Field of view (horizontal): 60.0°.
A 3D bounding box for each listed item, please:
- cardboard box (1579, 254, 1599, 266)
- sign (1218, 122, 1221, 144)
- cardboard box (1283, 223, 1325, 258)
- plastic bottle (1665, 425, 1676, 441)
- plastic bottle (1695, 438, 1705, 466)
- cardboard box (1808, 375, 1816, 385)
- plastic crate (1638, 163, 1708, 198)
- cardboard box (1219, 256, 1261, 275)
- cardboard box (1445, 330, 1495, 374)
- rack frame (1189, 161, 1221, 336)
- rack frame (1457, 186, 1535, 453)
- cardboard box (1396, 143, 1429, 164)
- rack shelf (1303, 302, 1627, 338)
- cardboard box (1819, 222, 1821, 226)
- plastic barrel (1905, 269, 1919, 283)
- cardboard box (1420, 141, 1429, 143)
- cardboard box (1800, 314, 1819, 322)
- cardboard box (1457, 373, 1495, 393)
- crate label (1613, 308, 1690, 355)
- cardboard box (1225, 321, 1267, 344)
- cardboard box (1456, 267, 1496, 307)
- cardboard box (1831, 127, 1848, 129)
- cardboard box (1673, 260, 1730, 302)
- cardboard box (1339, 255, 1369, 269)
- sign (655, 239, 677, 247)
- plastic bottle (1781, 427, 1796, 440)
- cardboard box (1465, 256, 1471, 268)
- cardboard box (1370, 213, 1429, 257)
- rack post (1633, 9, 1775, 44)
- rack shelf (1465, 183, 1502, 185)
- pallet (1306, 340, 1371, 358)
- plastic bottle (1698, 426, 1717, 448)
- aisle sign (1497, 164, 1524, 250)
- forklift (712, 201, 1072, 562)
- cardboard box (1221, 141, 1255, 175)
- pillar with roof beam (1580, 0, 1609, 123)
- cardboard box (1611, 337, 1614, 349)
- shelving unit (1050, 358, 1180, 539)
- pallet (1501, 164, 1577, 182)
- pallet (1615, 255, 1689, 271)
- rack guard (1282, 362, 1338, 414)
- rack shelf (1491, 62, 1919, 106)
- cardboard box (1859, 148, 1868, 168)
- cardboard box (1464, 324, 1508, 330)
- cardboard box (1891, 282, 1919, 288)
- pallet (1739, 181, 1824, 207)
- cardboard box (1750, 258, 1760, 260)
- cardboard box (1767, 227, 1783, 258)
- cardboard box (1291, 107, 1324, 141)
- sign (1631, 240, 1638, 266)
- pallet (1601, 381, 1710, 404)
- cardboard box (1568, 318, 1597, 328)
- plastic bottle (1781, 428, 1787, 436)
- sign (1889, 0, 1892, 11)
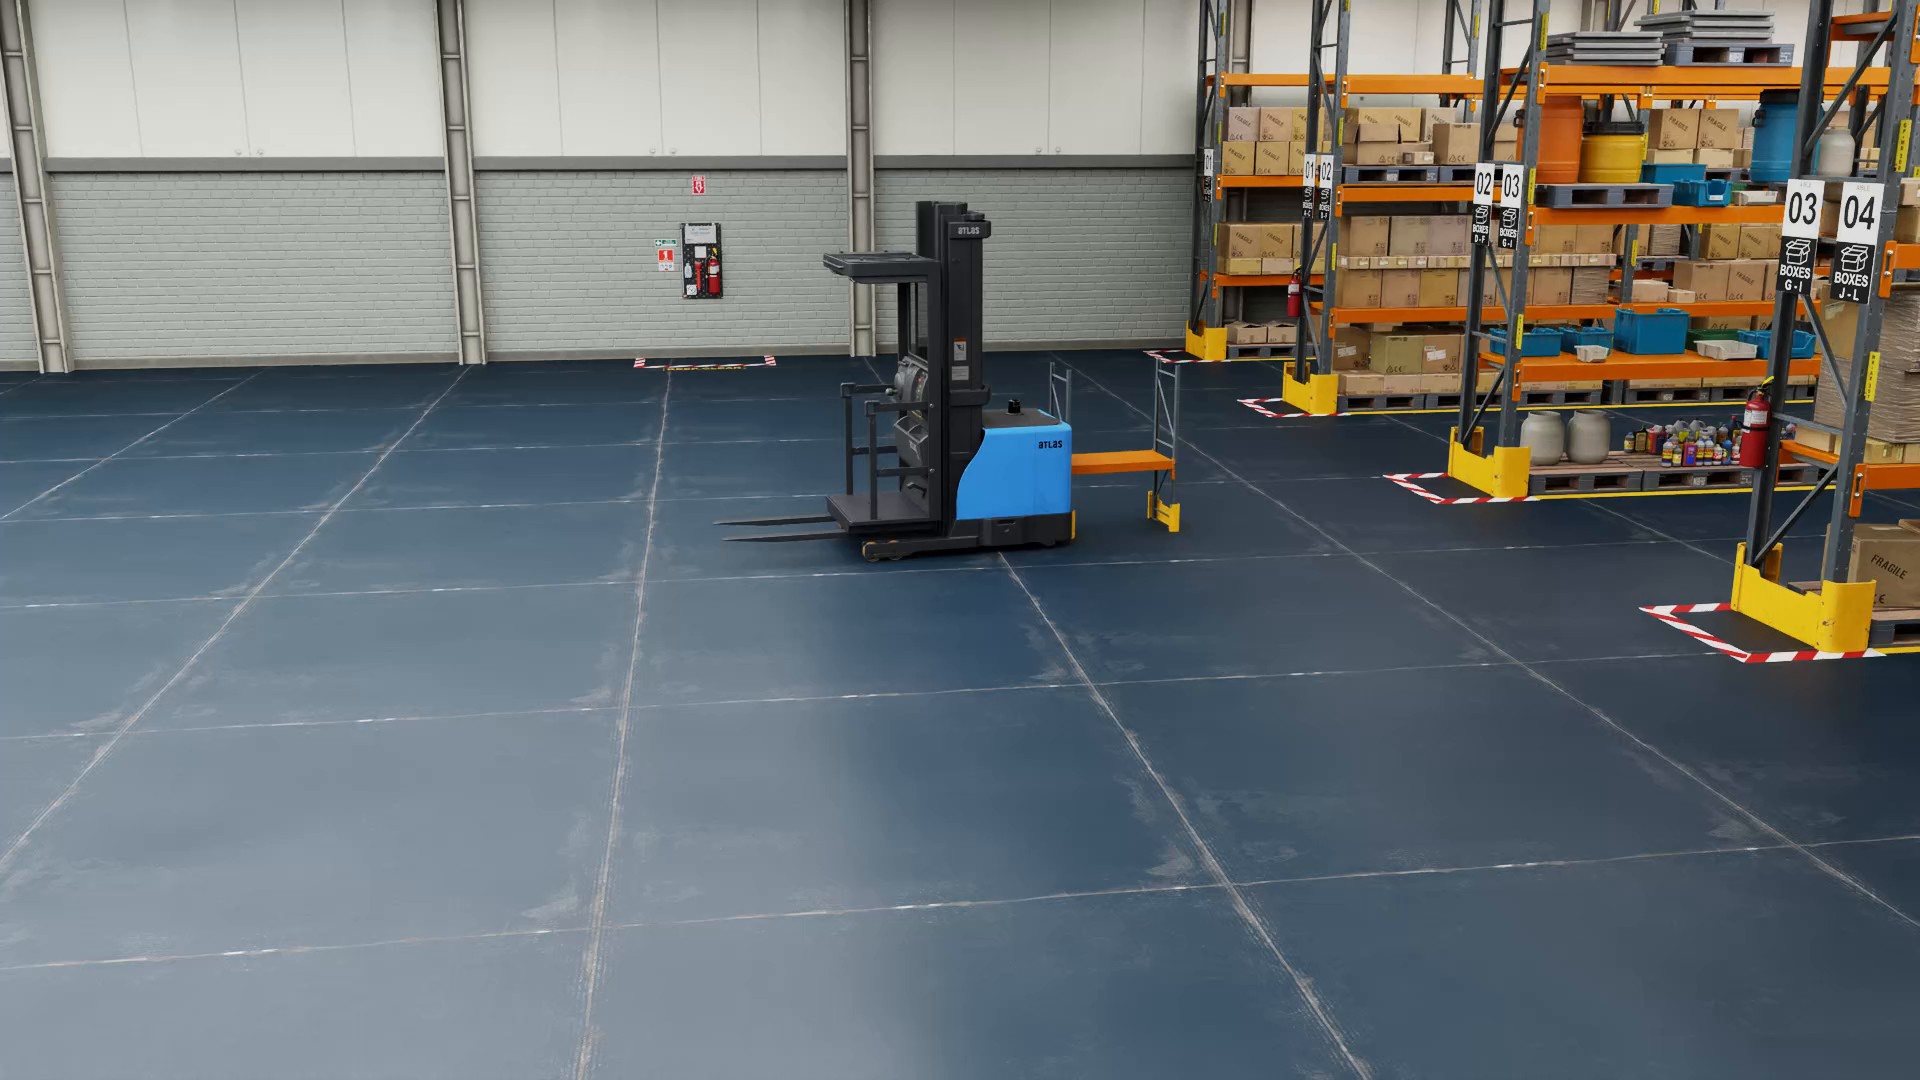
[{"bbox_3d":[8.037,-3.630,21.491,0.250,0.149,0.380,-2,14,-9],"label":"cardboard box"},{"bbox_3d":[3.902,-6.132,25.042,0.005,0.325,0.100,-2,14,-8],"label":"sign"},{"bbox_3d":[5.340,-4.662,25.869,0.500,0.500,0.500,-3,14,-10],"label":"cardboard box"},{"bbox_3d":[7.438,-1.072,17.525,0.135,0.276,0.152,-2,14,-10],"label":"plastic bottle"},{"bbox_3d":[7.475,-0.893,16.822,0.097,0.271,0.097,0,14,0],"label":"plastic bottle"},{"bbox_3d":[11.481,-2.254,22.334,0.500,0.250,0.500,-2,14,-9],"label":"cardboard box"},{"bbox_3d":[7.138,-3.589,16.733,0.575,0.384,0.392,-2,14,-8],"label":"plastic crate"},{"bbox_3d":[4.351,-4.262,25.815,0.500,0.250,0.500,-3,14,-10],"label":"cardboard box"},{"bbox_3d":[6.610,-2.445,21.553,0.500,0.500,0.500,-2,14,-8],"label":"cardboard box"},{"bbox_3d":[3.821,-4.383,26.033,0.127,3.000,1.000,-2,14,-8],"label":"rack frame"},{"bbox_3d":[5.297,-2.000,16.531,0.127,3.000,1.000,-2,14,-8],"label":"rack frame"},{"bbox_3d":[5.662,-4.951,21.287,0.500,0.250,0.500,-2,14,-8],"label":"cardboard box"},{"bbox_3d":[6.541,-2.915,21.659,4.000,0.370,1.077,-2,14,-8],"label":"rack shelf"},{"bbox_3d":[13.748,-5.253,27.100,0.500,0.250,0.500,-2,14,-9],"label":"cardboard box"},{"bbox_3d":[9.680,-2.329,16.814,0.708,0.901,0.600,-2,14,-8],"label":"plastic barrel"},{"bbox_3d":[7.312,-5.964,25.922,0.500,0.500,0.500,-2,14,-7],"label":"cardboard box"},{"bbox_3d":[14.185,-3.891,27.628,0.750,0.750,0.750,-2,14,-7],"label":"cardboard box"},{"bbox_3d":[6.610,-2.082,21.645,0.500,0.250,0.500,-2,14,-8],"label":"cardboard box"},{"bbox_3d":[7.077,-2.149,17.052,0.616,0.435,0.502,-2,14,-8],"label":"crate label"},{"bbox_3d":[4.519,-3.296,26.321,0.500,0.311,0.500,-4,15,-15],"label":"cardboard box"},{"bbox_3d":[6.557,-3.311,21.552,0.500,0.500,0.700,-2,14,-7],"label":"cardboard box"},{"bbox_3d":[14.260,-6.494,27.173,0.500,0.500,0.700,-2,14,-9],"label":"cardboard box"},{"bbox_3d":[9.801,-3.428,22.020,0.500,0.500,0.500,-1,14,-4],"label":"cardboard box"},{"bbox_3d":[4.983,-3.517,21.042,0.250,0.149,0.380,-2,14,-9],"label":"cardboard box"},{"bbox_3d":[-4.554,-4.596,25.719,0.331,0.109,0.001,-2,14,-8],"label":"sign"},{"bbox_3d":[8.469,-0.974,16.981,0.185,0.351,0.144,-3,14,-11],"label":"plastic bottle"},{"bbox_3d":[6.503,-3.573,21.263,0.250,0.149,0.380,-2,14,-8],"label":"cardboard box"},{"bbox_3d":[5.598,-3.906,21.257,0.500,0.500,0.700,-2,14,-10],"label":"cardboard box"},{"bbox_3d":[7.208,-4.951,16.121,0.954,0.300,0.937,-2,14,-9],"label":"rack post"},{"bbox_3d":[9.754,-5.707,26.623,4.000,0.370,1.077,-2,14,-8],"label":"rack shelf"},{"bbox_3d":[5.909,-3.098,26.640,1.213,0.211,1.003,-2,14,-8],"label":"pallet"},{"bbox_3d":[7.832,-1.051,17.441,0.135,0.276,0.152,-2,14,-8],"label":"plastic bottle"},{"bbox_3d":[5.270,-3.188,15.924,0.004,0.787,0.394,-2,14,-8],"label":"aisle sign"},{"bbox_3d":[-0.600,-1.381,14.205,3.031,2.935,1.130,-4,15,-15],"label":"forklift"},{"bbox_3d":[4.189,-5.848,25.463,0.500,0.500,0.500,-2,14,-7],"label":"cardboard box"},{"bbox_3d":[10.959,-6.709,22.972,0.400,9.000,9.100,-2,14,-8],"label":"pillar with roof beam"},{"bbox_3d":[8.876,-2.562,22.409,0.500,0.311,0.500,-2,14,-8],"label":"cardboard box"},{"bbox_3d":[1.387,-0.839,14.985,1.083,1.500,0.587,-4,15,-15],"label":"shelving unit"},{"bbox_3d":[7.679,-4.712,21.359,1.213,0.211,1.003,-2,14,-8],"label":"pallet"},{"bbox_3d":[11.043,-4.529,27.008,1.003,0.211,1.213,-2,14,-8],"label":"pallet"},{"bbox_3d":[4.539,-1.979,21.583,0.348,0.500,1.175,-2,14,-8],"label":"rack guard"},{"bbox_3d":[7.275,-4.440,16.227,4.000,0.370,1.077,-2,14,-8],"label":"rack shelf"},{"bbox_3d":[11.518,-5.014,21.828,0.500,0.250,0.500,-2,14,-7],"label":"cardboard box"},{"bbox_3d":[7.024,-2.593,22.142,0.500,0.500,0.500,-2,14,-8],"label":"cardboard box"},{"bbox_3d":[7.036,-1.585,12.005,0.500,0.500,0.500,-2,14,-8],"label":"cardboard box"},{"bbox_3d":[8.554,-3.459,16.569,1.003,0.211,1.213,-2,14,-8],"label":"pallet"},{"bbox_3d":[12.848,-4.552,27.183,0.250,0.149,0.380,-2,14,-9],"label":"cardboard box"},{"bbox_3d":[13.261,-4.866,27.101,0.500,0.500,0.500,-2,14,-9],"label":"cardboard box"},{"bbox_3d":[5.247,-6.364,25.464,0.500,0.500,0.500,-2,14,-7],"label":"cardboard box"},{"bbox_3d":[8.602,-3.662,21.214,0.005,0.325,0.100,-2,14,-8],"label":"sign"},{"bbox_3d":[9.241,-2.020,22.344,1.213,0.211,1.003,-2,14,-8],"label":"pallet"},{"bbox_3d":[10.014,-3.620,27.224,0.500,0.500,0.700,-2,14,-9],"label":"cardboard box"},{"bbox_3d":[8.772,-1.091,17.756,0.097,0.201,0.097,0,14,0],"label":"plastic bottle"},{"bbox_3d":[12.383,-7.013,22.105,0.005,0.325,0.100,-2,14,-8],"label":"sign"}]
